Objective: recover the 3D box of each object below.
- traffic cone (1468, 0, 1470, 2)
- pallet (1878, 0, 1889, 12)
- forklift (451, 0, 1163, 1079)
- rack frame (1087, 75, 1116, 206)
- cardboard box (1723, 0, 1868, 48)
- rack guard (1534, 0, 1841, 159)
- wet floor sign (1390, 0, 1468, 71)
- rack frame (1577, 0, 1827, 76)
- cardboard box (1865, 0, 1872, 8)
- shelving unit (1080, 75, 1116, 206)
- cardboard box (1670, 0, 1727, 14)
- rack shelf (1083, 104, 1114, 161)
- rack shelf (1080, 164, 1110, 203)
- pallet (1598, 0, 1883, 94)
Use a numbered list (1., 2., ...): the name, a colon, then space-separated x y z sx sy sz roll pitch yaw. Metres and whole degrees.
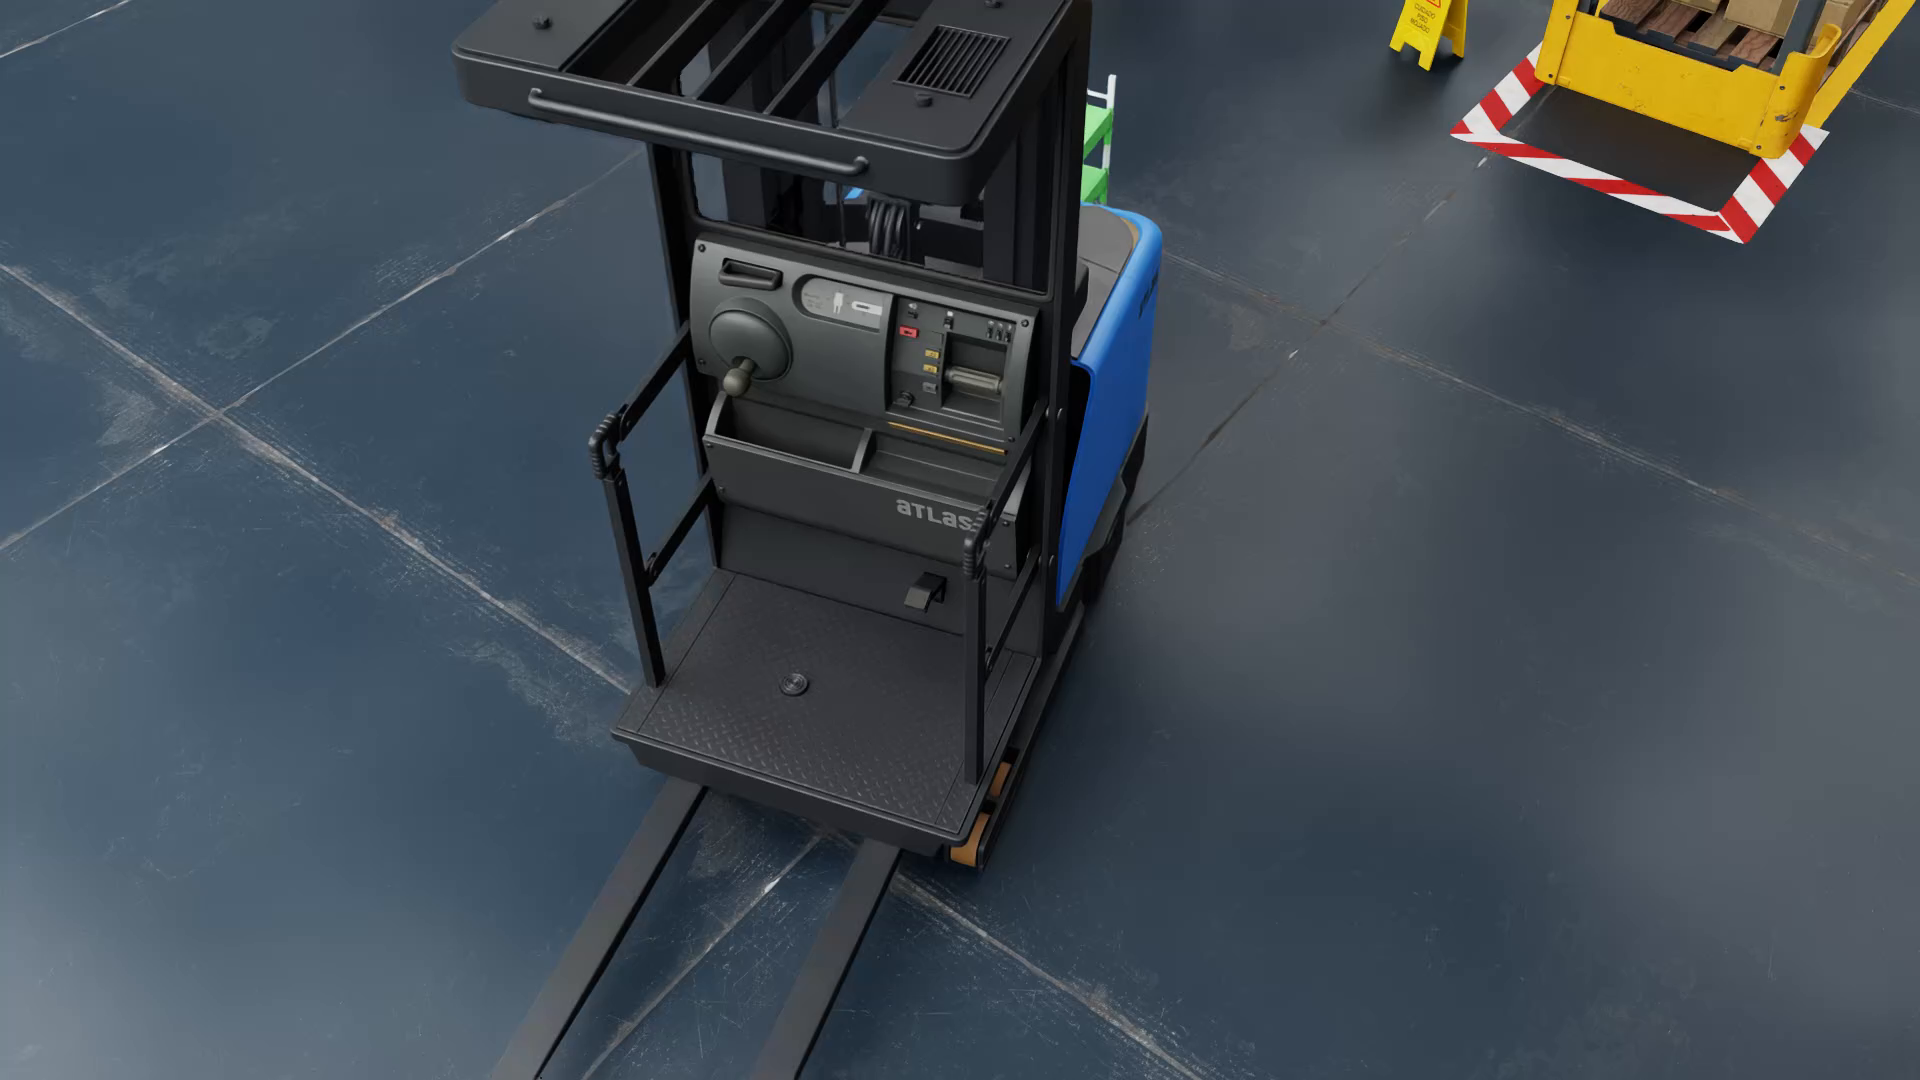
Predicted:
1. traffic cone: 2.446 -2.956 8.254 0.336 0.463 0.334 29 53 25
2. pallet: 4.521 -3.241 8.700 1.003 0.211 1.213 29 53 25
3. forklift: -0.333 -0.410 4.115 1.130 2.935 3.031 15 48 14
4. rack frame: 0.413 -1.176 6.044 0.240 1.200 0.015 20 49 18
5. cardboard box: 3.916 -2.551 7.723 0.500 0.250 0.500 29 53 25
6. rack guard: 3.250 -2.196 7.502 1.175 0.500 0.348 29 53 25
7. wet floor sign: 2.241 -2.567 7.756 0.232 0.644 0.267 -25 51 -22
8. rack frame: 3.204 -3.016 6.557 1.000 3.000 0.127 29 53 25
9. cardboard box: 4.234 -2.840 7.999 0.500 0.250 0.500 31 54 26
10. shelving unit: 0.305 -1.018 5.893 0.258 1.200 0.503 20 49 18
11. cardboard box: 3.500 -2.807 7.968 0.500 0.250 0.500 29 53 25
12. rack shelf: 0.305 -1.306 5.592 0.258 0.148 0.480 20 49 18
13. rack shelf: 0.305 -1.140 5.766 0.258 0.148 0.480 20 49 18
14. pallet: 3.775 -2.546 8.036 1.003 0.211 1.213 29 53 25
